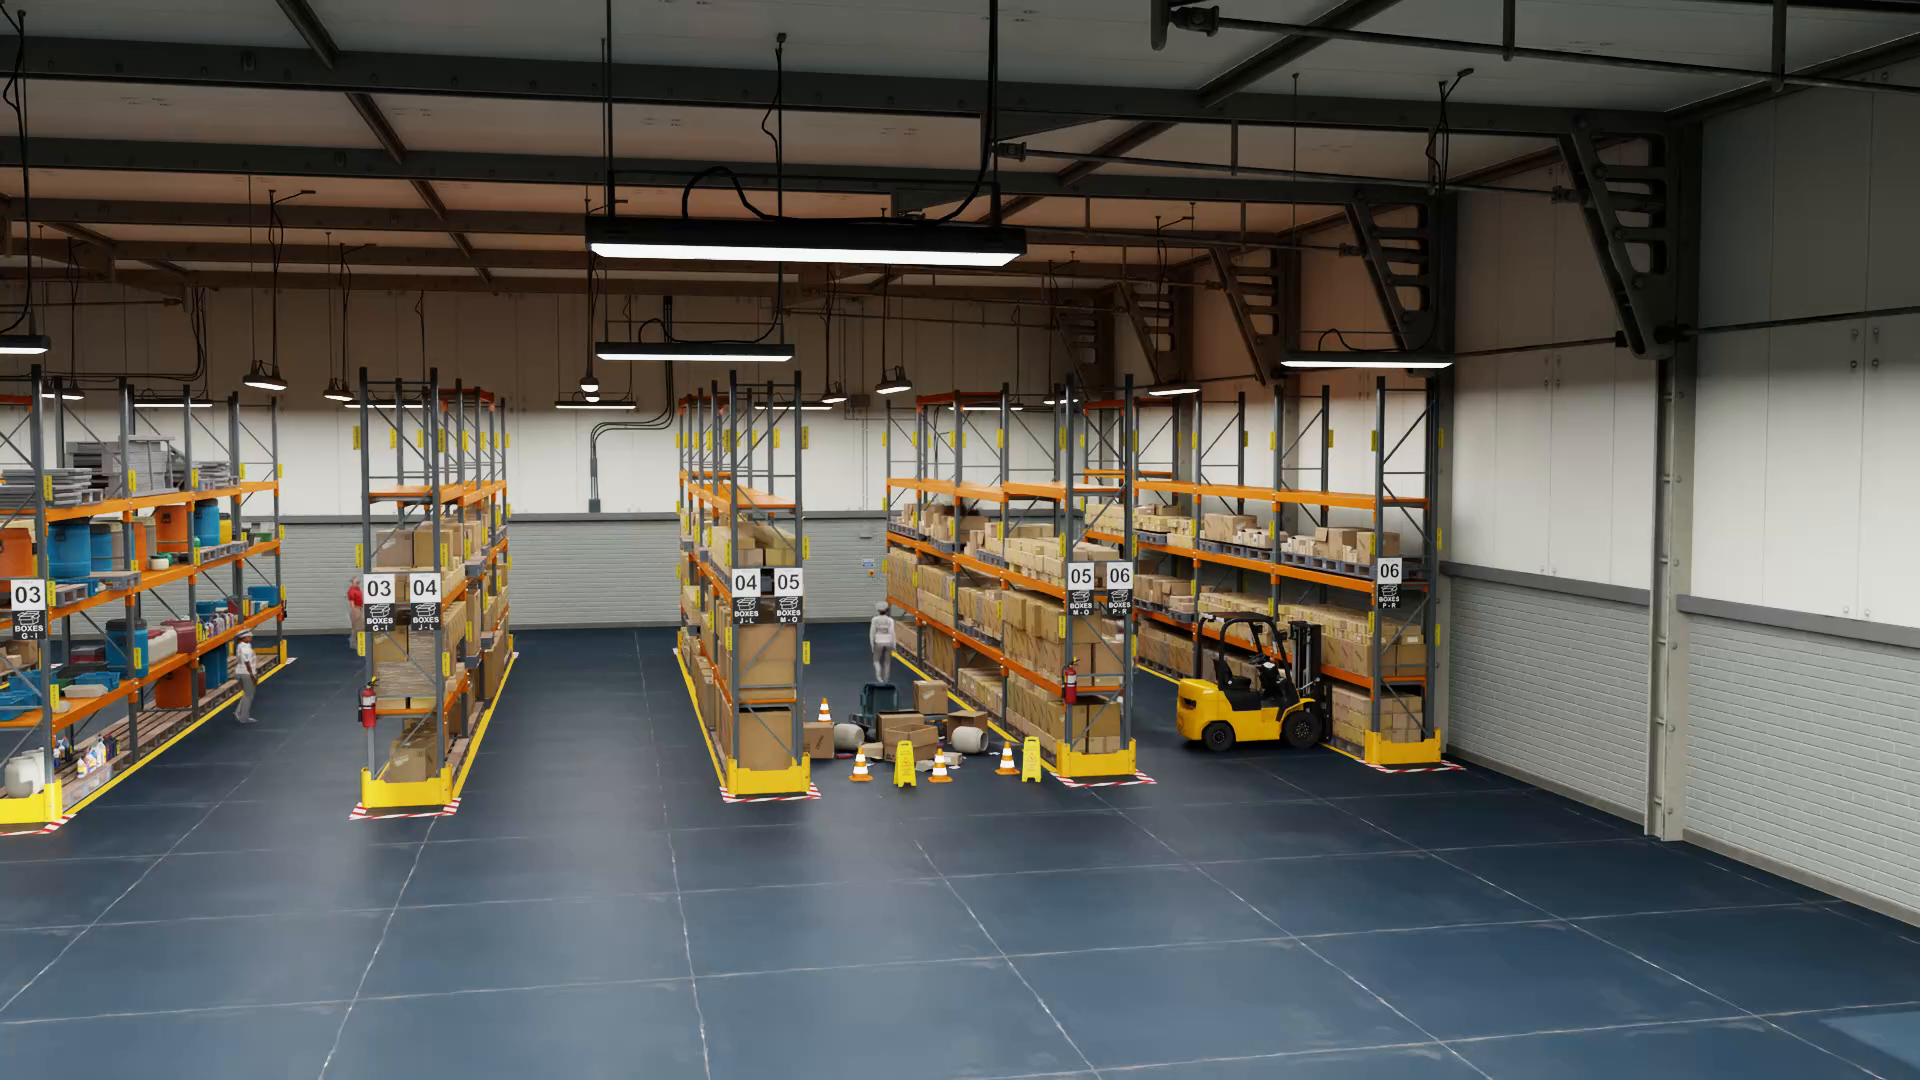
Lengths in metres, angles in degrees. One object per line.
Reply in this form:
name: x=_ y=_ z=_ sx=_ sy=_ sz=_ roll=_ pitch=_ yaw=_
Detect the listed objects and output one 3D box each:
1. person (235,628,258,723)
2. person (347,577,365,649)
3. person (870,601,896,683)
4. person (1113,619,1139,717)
person: x=-12.590 y=2.402 z=29.422 sx=0.468 sy=1.697 sz=0.414 roll=2 pitch=4 yaw=34
person: x=-14.405 y=1.762 z=39.865 sx=0.449 sy=1.735 sz=0.552 roll=0 pitch=3 yaw=-2
person: x=-1.461 y=1.995 z=31.541 sx=0.508 sy=1.677 sz=0.443 roll=0 pitch=3 yaw=-6
person: x=2.930 y=2.312 z=30.071 sx=0.612 sy=1.806 sz=0.558 roll=-1 pitch=3 yaw=-13
